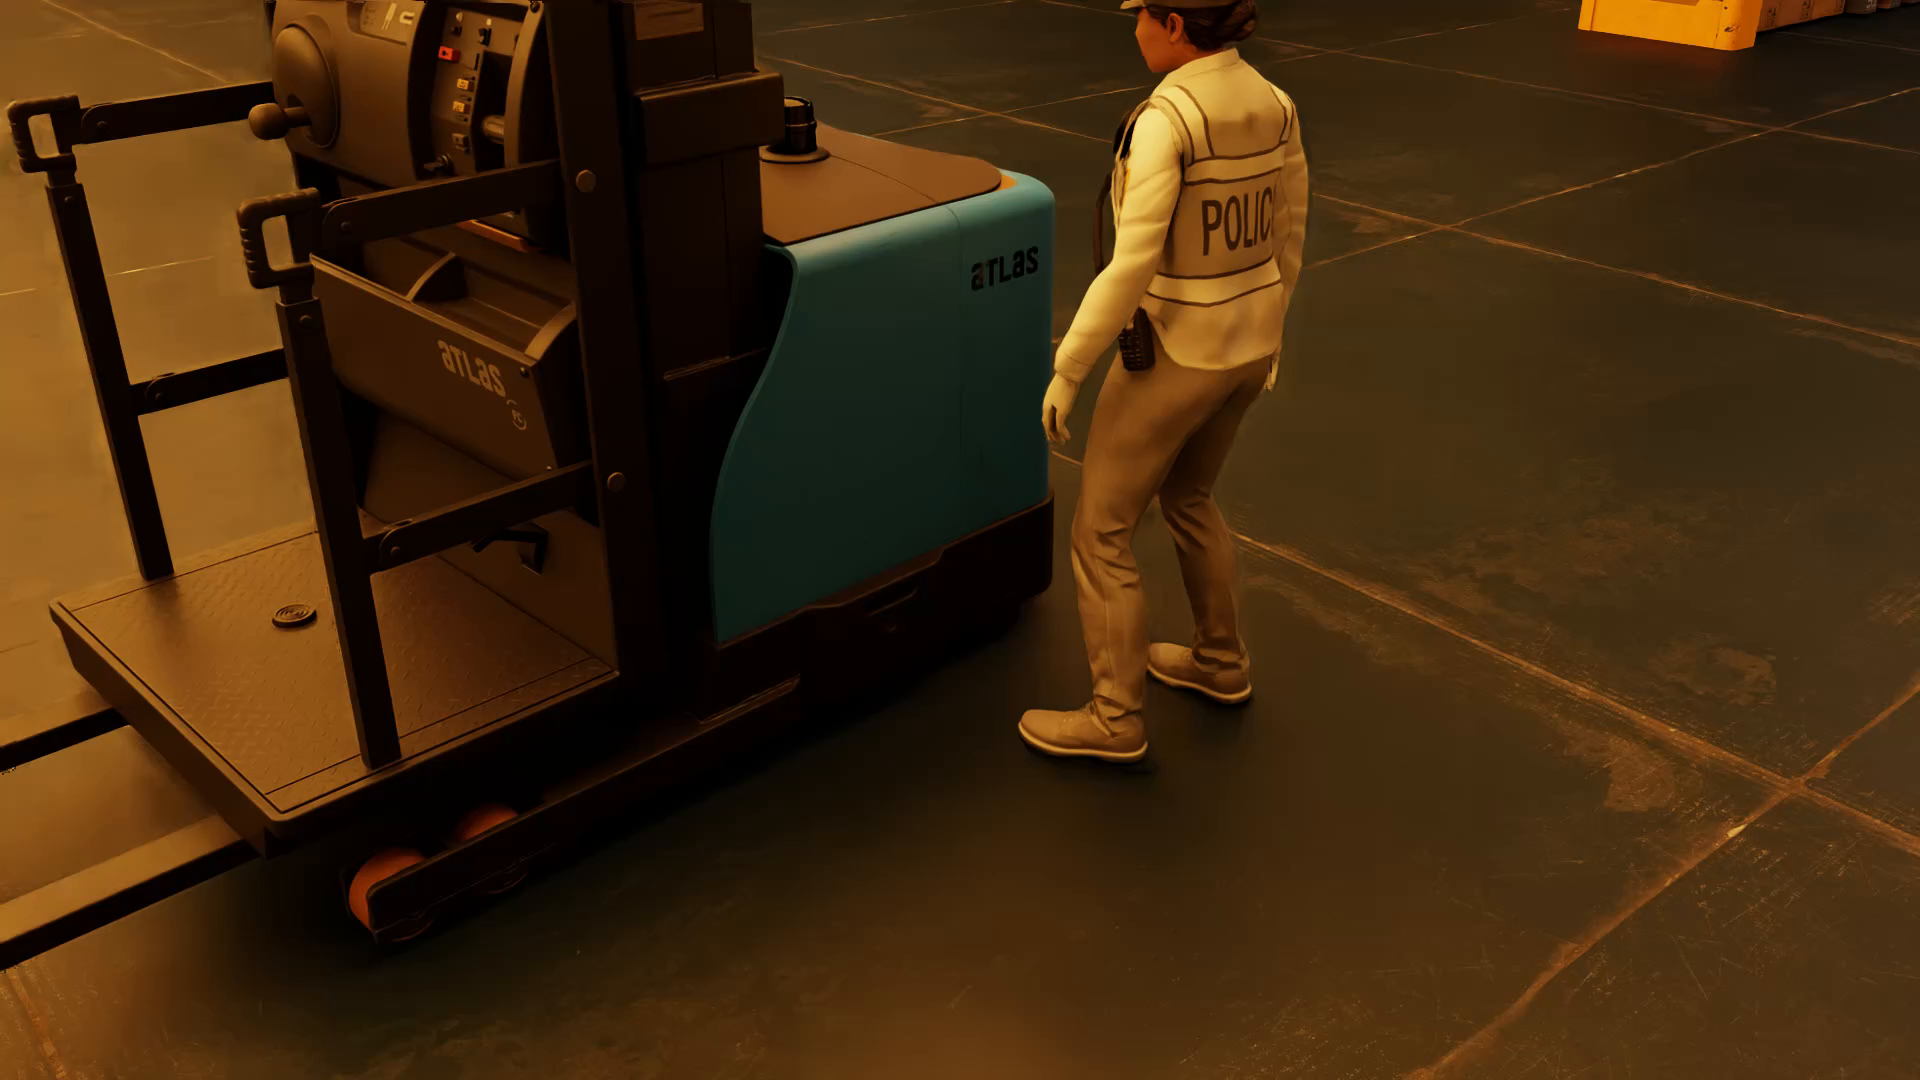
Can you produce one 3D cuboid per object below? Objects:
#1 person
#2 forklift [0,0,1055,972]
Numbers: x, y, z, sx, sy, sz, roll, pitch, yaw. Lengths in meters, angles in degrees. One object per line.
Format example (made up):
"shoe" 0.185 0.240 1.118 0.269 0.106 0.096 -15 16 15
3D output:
"person" 0.452 -0.369 3.405 0.343 1.639 0.701 22 34 37
"forklift" -1.172 -0.843 2.901 3.031 2.935 1.130 -24 35 -39
